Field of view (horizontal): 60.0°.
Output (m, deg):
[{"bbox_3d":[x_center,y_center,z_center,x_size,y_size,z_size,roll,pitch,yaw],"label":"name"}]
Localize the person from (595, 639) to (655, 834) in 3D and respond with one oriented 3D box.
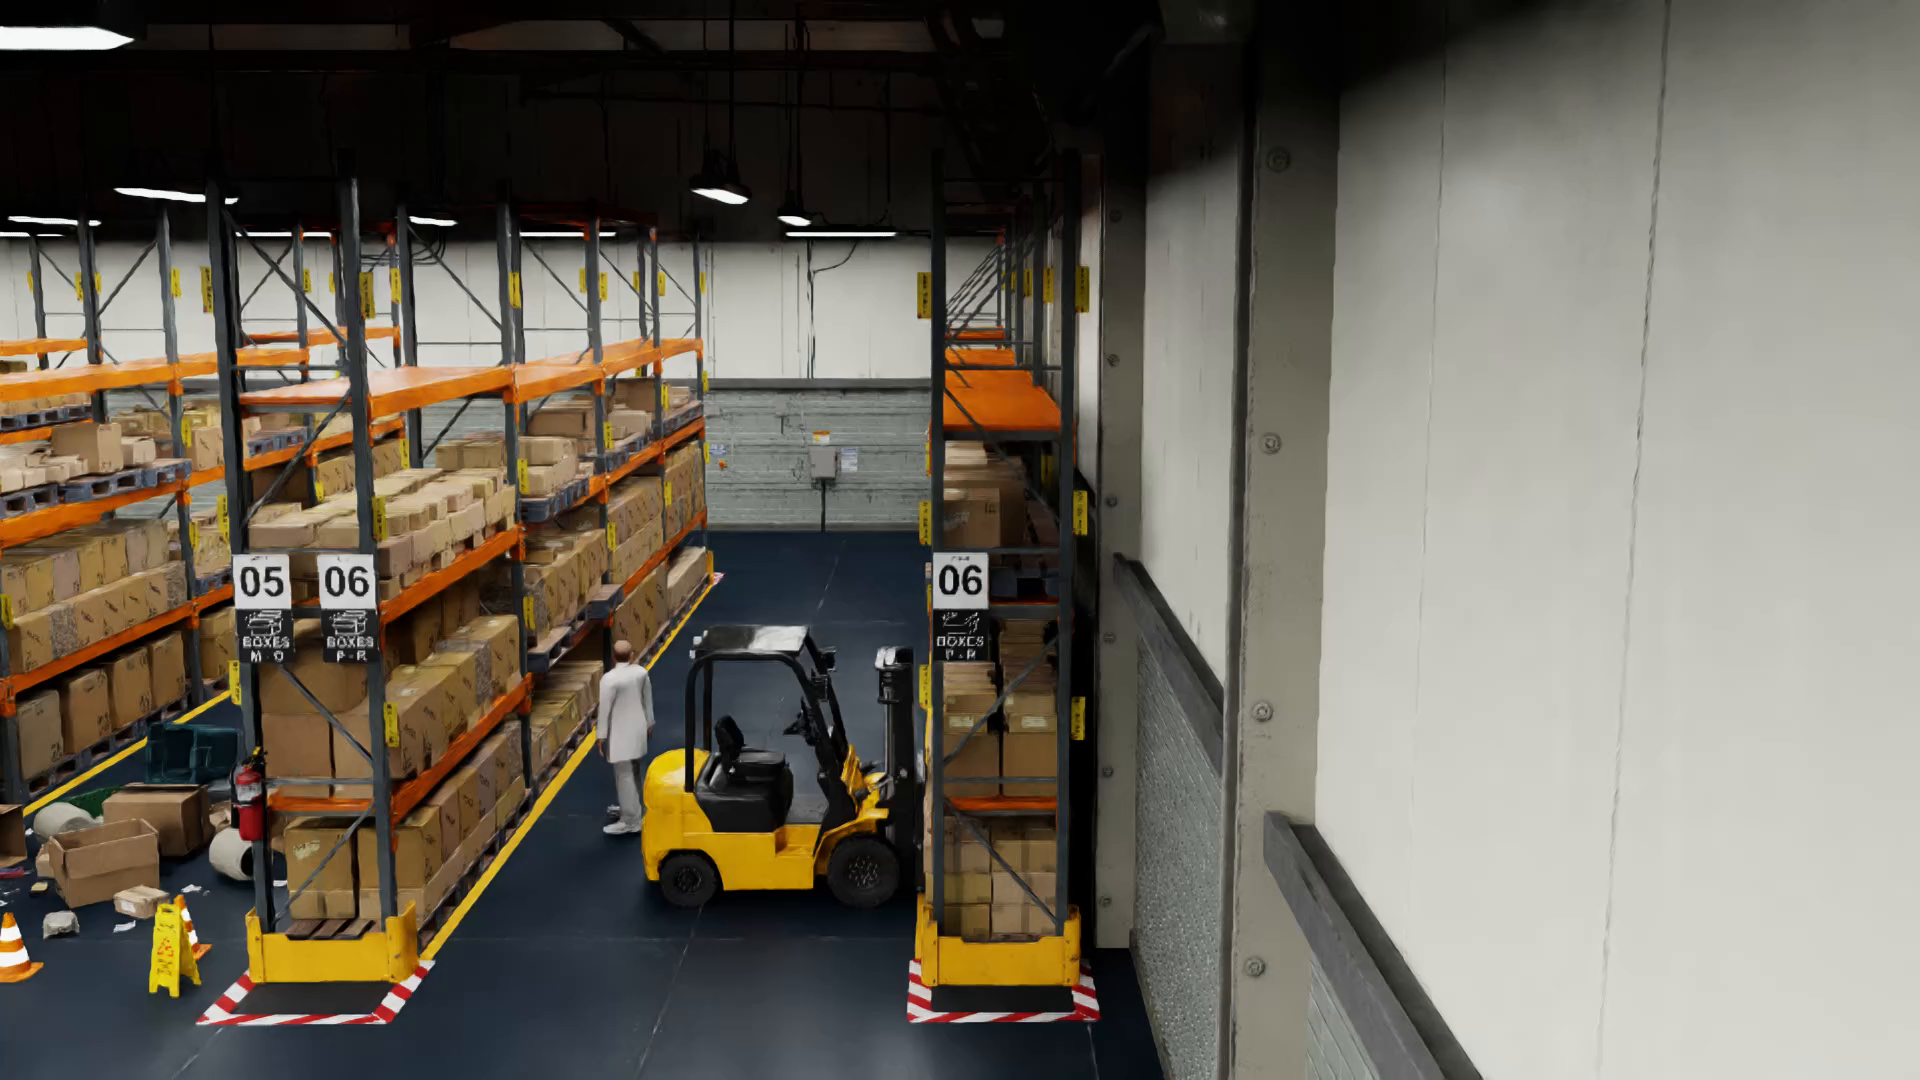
[{"bbox_3d":[-3.161,1.798,15.565,0.636,1.775,0.677,6,11,31],"label":"person"}]
